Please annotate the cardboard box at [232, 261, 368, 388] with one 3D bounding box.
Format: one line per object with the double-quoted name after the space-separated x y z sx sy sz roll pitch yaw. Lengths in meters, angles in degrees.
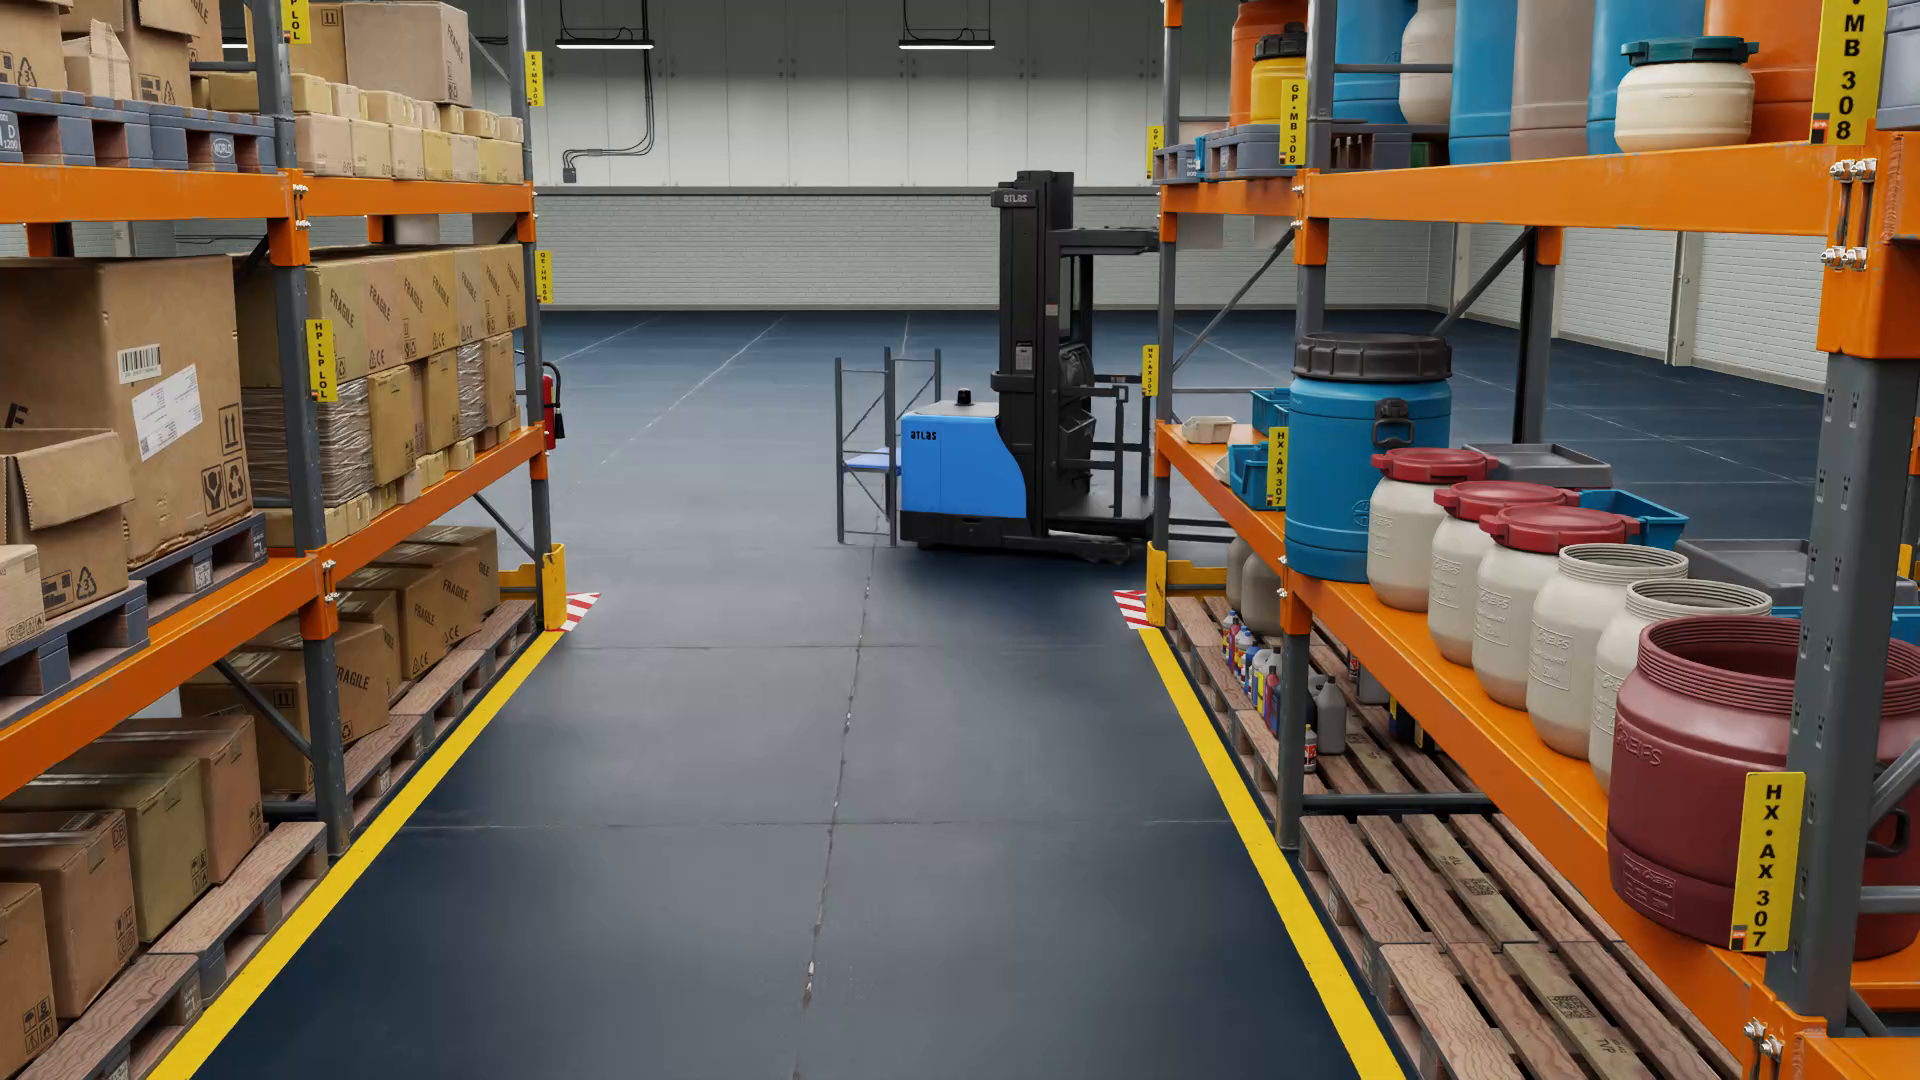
-2.849 -0.918 7.025 0.500 0.500 0.500 0 11 -1 "cardboard box"

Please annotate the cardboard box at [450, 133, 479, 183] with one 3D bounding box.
-2.898 -2.038 8.895 0.500 0.250 0.500 0 11 0 "cardboard box"

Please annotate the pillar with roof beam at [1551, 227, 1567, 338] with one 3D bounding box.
7.759 -8.556 33.102 9.100 9.000 0.548 0 11 -1 "pillar with roof beam"

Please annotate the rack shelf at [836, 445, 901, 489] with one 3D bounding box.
-0.573 -0.608 13.689 0.538 0.185 1.000 4 12 19 "rack shelf"

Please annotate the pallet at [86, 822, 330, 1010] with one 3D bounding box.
-3.077 1.379 6.232 1.003 0.211 1.213 0 11 -1 "pallet"

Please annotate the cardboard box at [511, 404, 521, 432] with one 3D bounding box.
-2.965 -0.759 10.387 0.380 0.149 0.250 0 11 -1 "cardboard box"

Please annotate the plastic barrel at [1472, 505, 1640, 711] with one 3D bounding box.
1.682 0.193 4.720 0.433 0.535 0.433 0 11 0 "plastic barrel"

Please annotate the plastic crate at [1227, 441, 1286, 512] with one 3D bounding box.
1.563 -0.309 7.912 0.499 0.251 0.616 0 11 -1 "plastic crate"

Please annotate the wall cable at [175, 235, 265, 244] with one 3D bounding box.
-18.293 -8.707 41.652 3.097 2.526 0.112 0 11 -1 "wall cable"

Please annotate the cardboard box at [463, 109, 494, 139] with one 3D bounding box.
-2.827 -2.320 9.280 0.380 0.149 0.250 0 11 -1 "cardboard box"

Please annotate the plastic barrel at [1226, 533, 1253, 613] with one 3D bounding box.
1.865 0.186 10.300 0.421 0.512 0.421 0 11 0 "plastic barrel"

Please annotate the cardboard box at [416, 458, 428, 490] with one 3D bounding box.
-2.848 -0.312 8.184 0.380 0.149 0.250 0 11 -1 "cardboard box"

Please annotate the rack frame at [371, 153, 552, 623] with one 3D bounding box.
-3.177 -0.938 10.637 1.000 3.000 0.127 0 11 -1 "rack frame"

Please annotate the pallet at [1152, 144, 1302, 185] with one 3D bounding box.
1.694 -2.171 9.645 1.003 0.211 1.213 0 11 -1 "pallet"

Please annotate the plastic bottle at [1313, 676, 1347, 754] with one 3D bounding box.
1.700 0.792 7.666 0.144 0.351 0.185 0 11 -1 "plastic bottle"

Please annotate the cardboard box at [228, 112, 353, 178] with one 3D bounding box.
-2.848 -1.630 6.880 0.500 0.250 0.500 -1 11 -3 "cardboard box"

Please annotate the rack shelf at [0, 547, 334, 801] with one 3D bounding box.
-3.053 0.608 4.830 1.077 0.370 4.000 0 11 -1 "rack shelf"

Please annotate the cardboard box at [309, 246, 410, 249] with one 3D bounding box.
-3.435 -1.413 9.464 0.500 0.500 0.500 0 11 -1 "cardboard box"

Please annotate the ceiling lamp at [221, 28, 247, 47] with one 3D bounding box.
-14.726 -11.749 34.160 2.000 3.185 0.800 0 11 -1 "ceiling lamp"

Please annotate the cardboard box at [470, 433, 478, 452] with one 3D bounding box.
-2.950 -0.560 9.407 0.380 0.149 0.250 0 11 -1 "cardboard box"

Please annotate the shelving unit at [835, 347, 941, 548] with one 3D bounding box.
-0.573 -0.784 13.654 0.538 1.500 1.048 4 12 19 "shelving unit"

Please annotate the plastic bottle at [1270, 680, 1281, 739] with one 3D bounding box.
1.552 0.755 7.851 0.144 0.351 0.185 -1 11 -4 "plastic bottle"

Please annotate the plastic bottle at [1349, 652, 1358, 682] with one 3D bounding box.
2.108 0.643 8.777 0.097 0.201 0.097 0 11 0 "plastic bottle"

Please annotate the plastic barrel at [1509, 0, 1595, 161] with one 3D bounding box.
2.099 -1.648 5.335 0.600 0.901 0.600 0 11 0 "plastic barrel"

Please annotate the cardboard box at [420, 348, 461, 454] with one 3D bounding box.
-3.097 -0.725 8.590 0.875 0.500 0.500 0 11 -1 "cardboard box"

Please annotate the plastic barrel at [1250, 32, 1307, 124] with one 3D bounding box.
1.926 -2.500 9.264 0.600 0.588 0.600 0 11 0 "plastic barrel"

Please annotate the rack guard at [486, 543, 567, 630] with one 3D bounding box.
-3.175 0.302 10.811 1.175 0.500 0.348 0 11 -1 "rack guard"

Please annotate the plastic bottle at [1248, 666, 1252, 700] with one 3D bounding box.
1.516 0.708 8.457 0.097 0.201 0.097 0 11 0 "plastic bottle"

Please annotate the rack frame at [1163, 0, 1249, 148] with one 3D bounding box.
1.775 -3.898 10.141 1.000 3.000 0.127 0 11 -1 "rack frame"

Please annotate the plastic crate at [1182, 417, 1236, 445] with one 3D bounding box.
1.472 -0.650 9.880 0.298 0.136 0.250 0 11 -1 "plastic crate"

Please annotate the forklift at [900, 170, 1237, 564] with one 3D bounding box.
1.096 -1.369 12.935 3.031 2.935 1.130 4 12 18 "forklift"

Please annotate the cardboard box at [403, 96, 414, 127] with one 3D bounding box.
-2.857 -2.059 7.996 0.380 0.149 0.250 0 11 -2 "cardboard box"

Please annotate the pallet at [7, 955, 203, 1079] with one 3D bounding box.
-3.049 1.622 5.034 1.003 0.211 1.213 0 11 -1 "pallet"

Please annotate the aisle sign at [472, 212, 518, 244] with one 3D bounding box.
-2.878 -2.225 10.445 0.394 0.787 0.004 0 11 -1 "aisle sign"

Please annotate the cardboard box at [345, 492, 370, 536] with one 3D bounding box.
-2.790 -0.113 7.205 0.380 0.149 0.250 0 11 -1 "cardboard box"

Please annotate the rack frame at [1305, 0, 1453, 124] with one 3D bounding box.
1.858 -3.103 6.222 1.000 3.000 0.127 0 11 -1 "rack frame"

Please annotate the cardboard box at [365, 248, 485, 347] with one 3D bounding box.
-2.895 -1.315 8.984 0.500 0.500 0.500 0 11 -1 "cardboard box"

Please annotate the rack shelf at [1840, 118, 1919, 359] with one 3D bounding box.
1.982 -0.088 0.712 1.077 0.370 4.000 0 11 -1 "rack shelf"

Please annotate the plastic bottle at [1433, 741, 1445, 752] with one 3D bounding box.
2.255 0.827 7.682 0.152 0.276 0.135 0 11 1 "plastic bottle"

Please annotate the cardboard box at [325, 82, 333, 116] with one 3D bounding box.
-2.866 -1.853 6.979 0.380 0.149 0.250 -1 11 -4 "cardboard box"

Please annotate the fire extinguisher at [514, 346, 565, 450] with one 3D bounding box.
-2.719 -0.924 10.766 0.296 0.674 0.183 0 11 -1 "fire extinguisher"

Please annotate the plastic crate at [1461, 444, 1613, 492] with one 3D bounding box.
2.174 -0.099 6.343 0.402 0.464 0.583 0 11 -1 "plastic crate"

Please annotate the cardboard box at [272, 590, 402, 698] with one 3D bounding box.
-3.173 0.560 8.485 0.500 0.500 0.500 -1 12 -6 "cardboard box"

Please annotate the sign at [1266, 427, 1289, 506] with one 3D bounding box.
1.307 -0.299 6.790 0.100 0.325 0.005 0 11 -1 "sign"

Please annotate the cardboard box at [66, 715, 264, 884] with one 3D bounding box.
-3.103 0.989 6.320 0.700 0.500 0.500 -1 12 -6 "cardboard box"

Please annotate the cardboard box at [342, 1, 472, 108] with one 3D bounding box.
-2.892 -2.541 8.736 0.500 0.500 0.500 0 11 -1 "cardboard box"

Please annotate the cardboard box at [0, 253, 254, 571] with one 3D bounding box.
-3.218 -0.484 5.835 1.000 1.000 1.000 0 11 -1 "cardboard box"

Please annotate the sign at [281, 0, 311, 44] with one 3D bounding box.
-2.539 -2.062 6.344 0.100 0.325 0.005 0 11 -1 "sign"

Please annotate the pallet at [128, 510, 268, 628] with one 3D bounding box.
-3.224 0.104 5.985 1.003 0.211 1.213 0 11 -1 "pallet"

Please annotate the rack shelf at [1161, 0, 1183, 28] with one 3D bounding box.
1.816 -2.952 8.292 1.077 0.370 4.000 0 11 -1 "rack shelf"

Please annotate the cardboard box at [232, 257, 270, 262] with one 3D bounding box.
-3.390 -1.015 7.504 0.500 0.500 0.500 0 11 -1 "cardboard box"

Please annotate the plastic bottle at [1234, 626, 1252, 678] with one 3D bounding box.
1.508 0.593 8.846 0.097 0.271 0.097 0 11 0 "plastic bottle"
